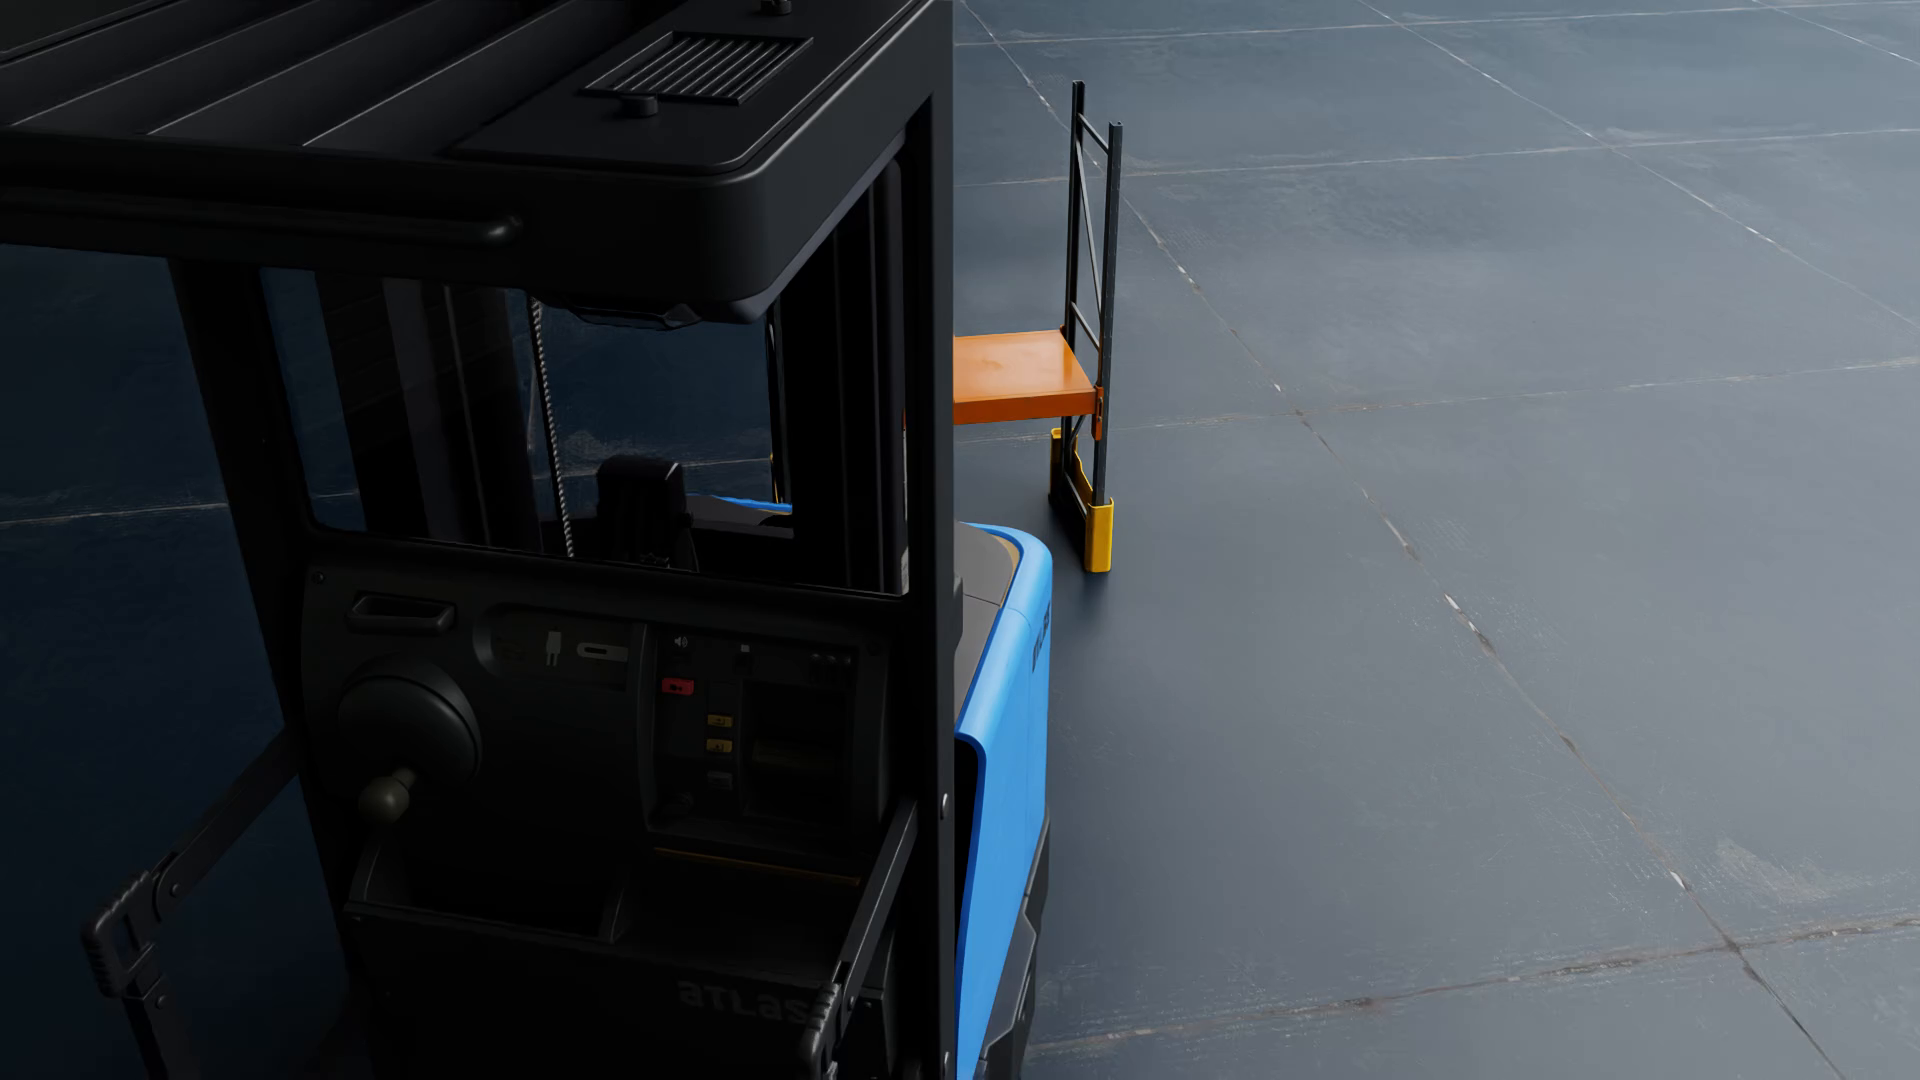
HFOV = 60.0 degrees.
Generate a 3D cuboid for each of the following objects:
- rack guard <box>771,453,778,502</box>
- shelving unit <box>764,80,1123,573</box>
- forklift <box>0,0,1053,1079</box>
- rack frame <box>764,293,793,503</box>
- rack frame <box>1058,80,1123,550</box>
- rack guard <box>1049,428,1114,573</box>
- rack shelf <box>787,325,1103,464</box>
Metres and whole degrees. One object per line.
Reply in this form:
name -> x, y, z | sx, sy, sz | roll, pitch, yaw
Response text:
rack guard -> -0.565, -0.055, 5.597 | 0.087, 0.250, 0.587 | -5, 31, -9
shelving unit -> -0.075, -0.640, 5.358 | 1.083, 1.500, 0.587 | -5, 31, -9
forklift -> -0.603, 0.315, 2.322 | 1.130, 2.935, 3.031 | 6, 31, 11
rack frame -> -0.584, -0.592, 5.278 | 0.032, 1.500, 0.500 | -5, 31, -9
rack frame -> 0.416, -0.685, 5.436 | 0.032, 1.500, 0.500 | -5, 31, -9
rack guard -> 0.415, -0.146, 5.752 | 0.087, 0.250, 0.587 | -5, 31, -9
rack shelf -> -0.084, -0.484, 5.448 | 1.000, 0.185, 0.538 | -5, 31, -9
